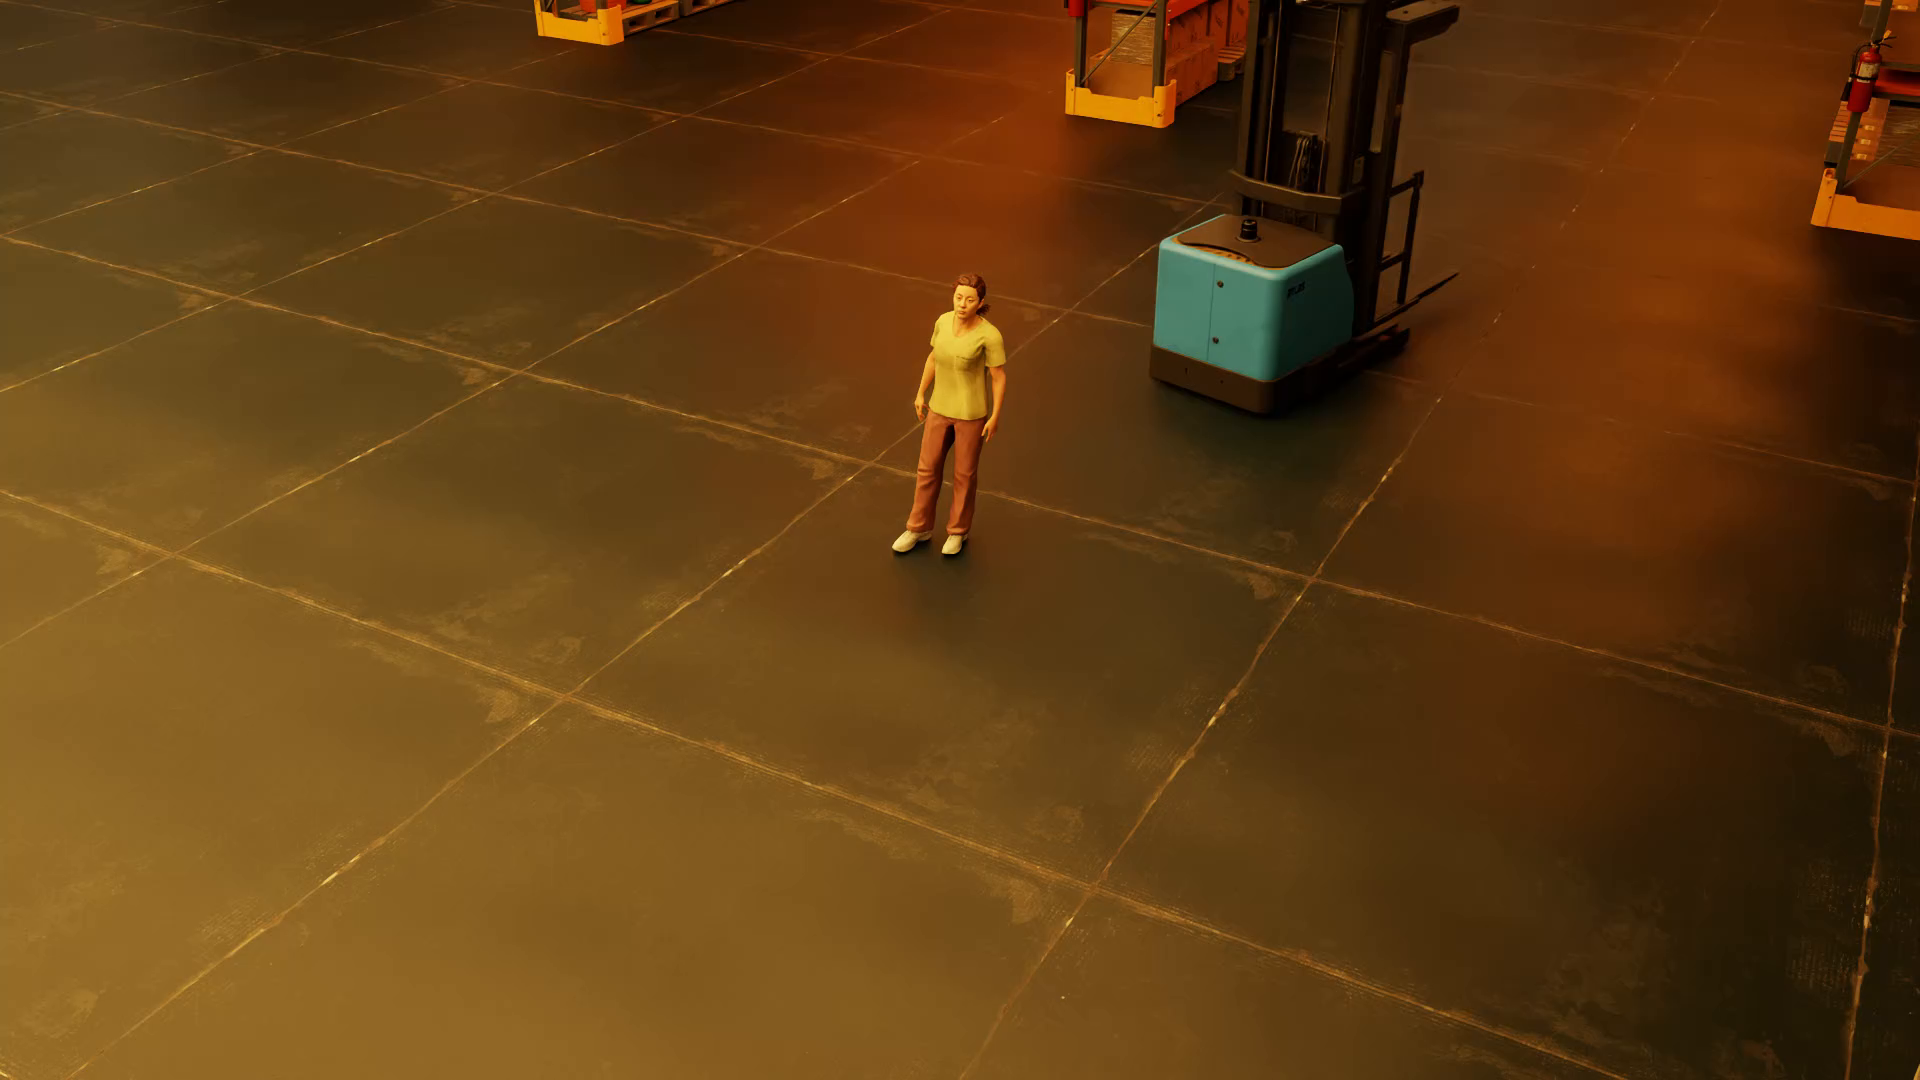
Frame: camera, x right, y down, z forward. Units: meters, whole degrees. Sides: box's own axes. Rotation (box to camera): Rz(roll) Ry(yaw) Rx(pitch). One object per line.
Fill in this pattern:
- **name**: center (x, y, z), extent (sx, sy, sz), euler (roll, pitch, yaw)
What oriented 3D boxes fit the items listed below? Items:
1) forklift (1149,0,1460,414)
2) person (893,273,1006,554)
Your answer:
- **forklift**: center (2.721, -2.781, 11.889), extent (1.130, 2.935, 3.031), euler (25, 38, 36)
- **person**: center (-0.046, -0.703, 9.529), extent (0.553, 1.675, 0.549), euler (15, 33, 25)
